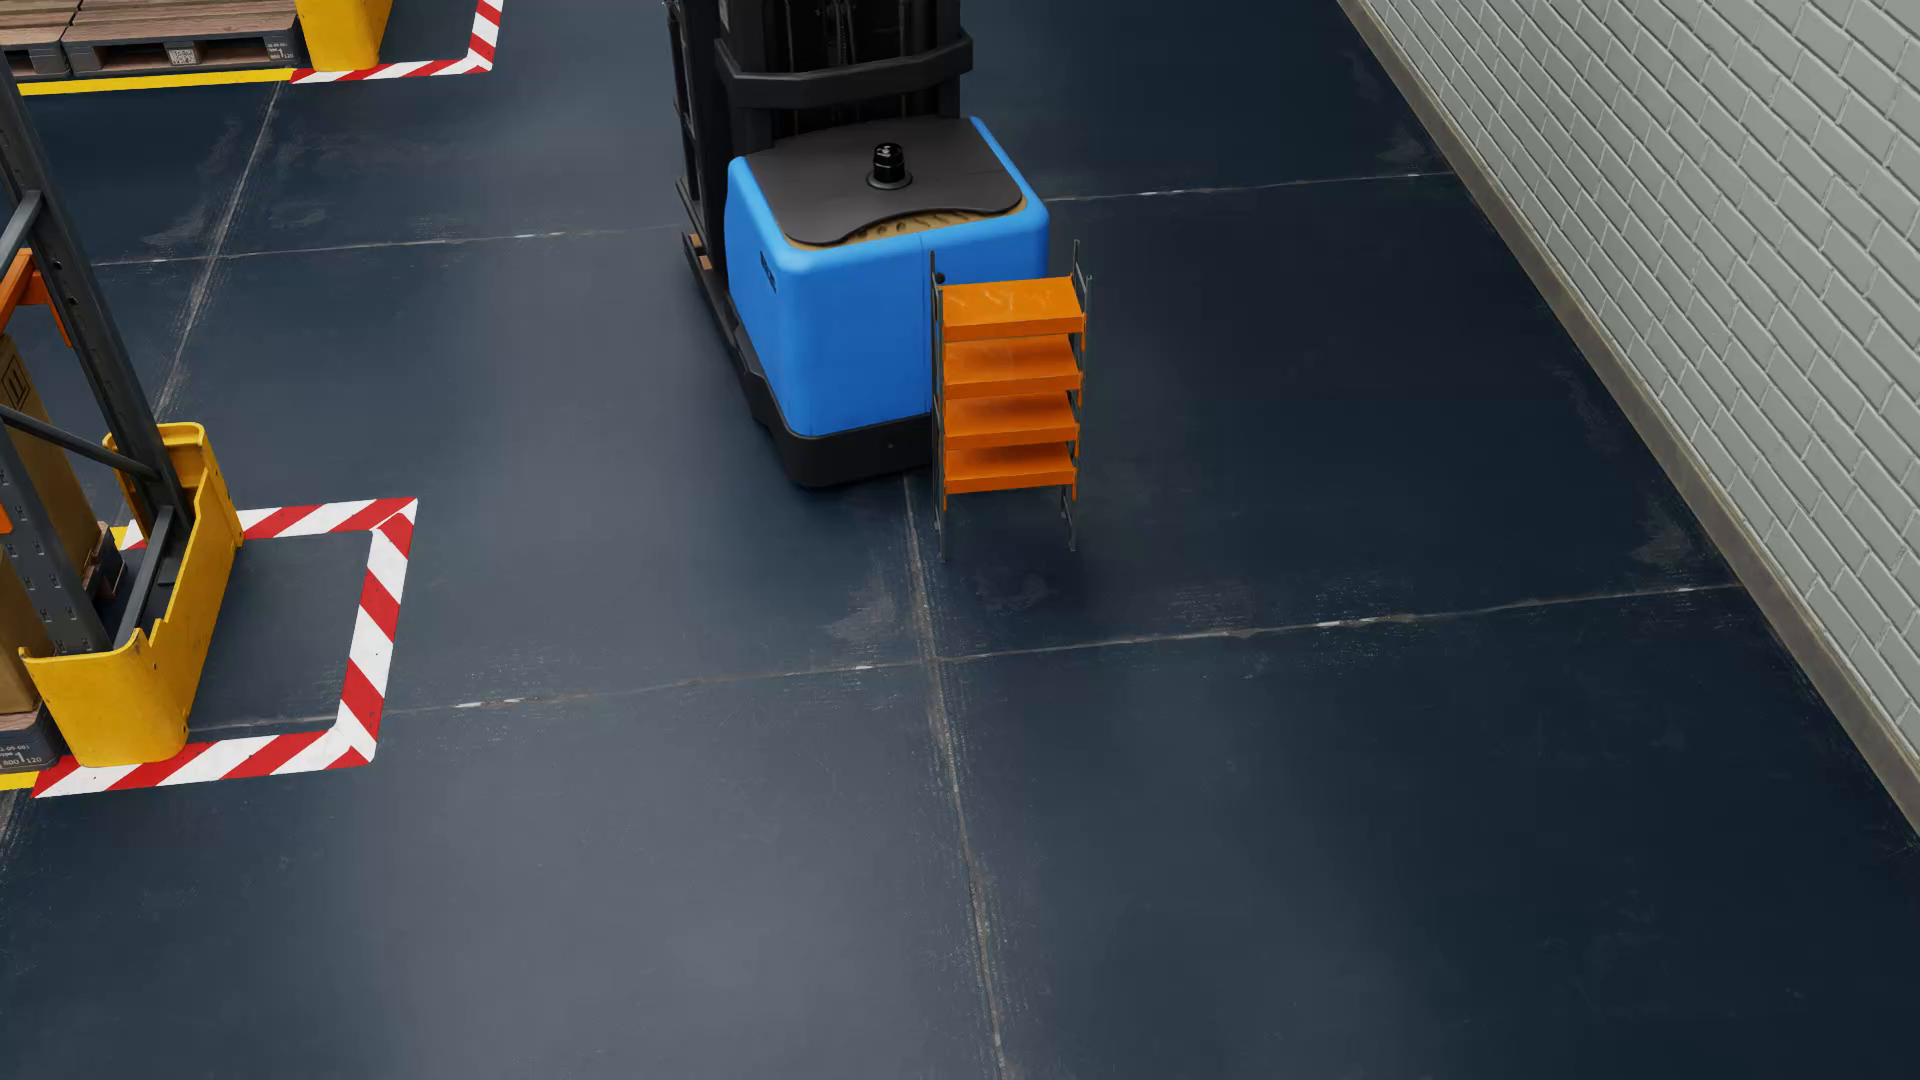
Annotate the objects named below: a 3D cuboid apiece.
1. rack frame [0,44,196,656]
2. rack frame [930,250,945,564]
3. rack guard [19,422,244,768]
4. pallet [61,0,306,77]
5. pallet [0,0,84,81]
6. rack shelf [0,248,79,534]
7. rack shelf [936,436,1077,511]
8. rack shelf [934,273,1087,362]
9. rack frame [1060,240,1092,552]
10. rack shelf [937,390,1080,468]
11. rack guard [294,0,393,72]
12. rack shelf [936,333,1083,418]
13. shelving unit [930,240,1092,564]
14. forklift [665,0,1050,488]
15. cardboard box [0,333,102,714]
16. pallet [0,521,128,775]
[{"bbox_3d":[-2.824,-0.765,4.859,0.127,3.000,1.000,-5,42,-6],"label":"rack frame"},{"bbox_3d":[-0.078,-0.439,5.841,0.015,1.200,0.240,-5,42,-6],"label":"rack frame"},{"bbox_3d":[-2.800,0.161,5.699,0.348,0.500,1.175,-5,42,-6],"label":"rack guard"},{"bbox_3d":[-4.289,-2.974,9.389,1.213,0.211,1.003,-5,42,-6],"label":"pallet"},{"bbox_3d":[-5.496,-2.870,9.274,1.213,0.211,1.003,-5,42,-6],"label":"pallet"},{"bbox_3d":[-4.807,-0.325,4.907,4.000,0.370,1.077,-5,42,-6],"label":"rack shelf"},{"bbox_3d":[0.164,-0.263,6.042,0.480,0.148,0.258,-5,42,-6],"label":"rack shelf"},{"bbox_3d":[0.164,-0.752,5.601,0.480,0.148,0.258,-5,42,-6],"label":"rack shelf"},{"bbox_3d":[0.406,-0.481,5.888,0.015,1.200,0.240,-5,42,-6],"label":"rack frame"},{"bbox_3d":[0.164,-0.410,5.909,0.480,0.148,0.258,-5,42,-6],"label":"rack shelf"},{"bbox_3d":[-3.444,-3.137,9.355,0.348,0.500,1.175,-5,42,-6],"label":"rack guard"},{"bbox_3d":[0.164,-0.576,5.759,0.480,0.148,0.258,-5,42,-6],"label":"rack shelf"},{"bbox_3d":[0.164,-0.460,5.864,0.503,1.200,0.258,-5,42,-6],"label":"shelving unit"},{"bbox_3d":[-0.626,-2.288,6.598,1.130,2.935,3.031,-13,44,-14],"label":"forklift"},{"bbox_3d":[-3.448,-0.024,5.310,0.875,0.875,0.875,-5,42,-6],"label":"cardboard box"},{"bbox_3d":[-3.607,0.391,5.658,1.213,0.211,1.003,-5,42,-6],"label":"pallet"}]
